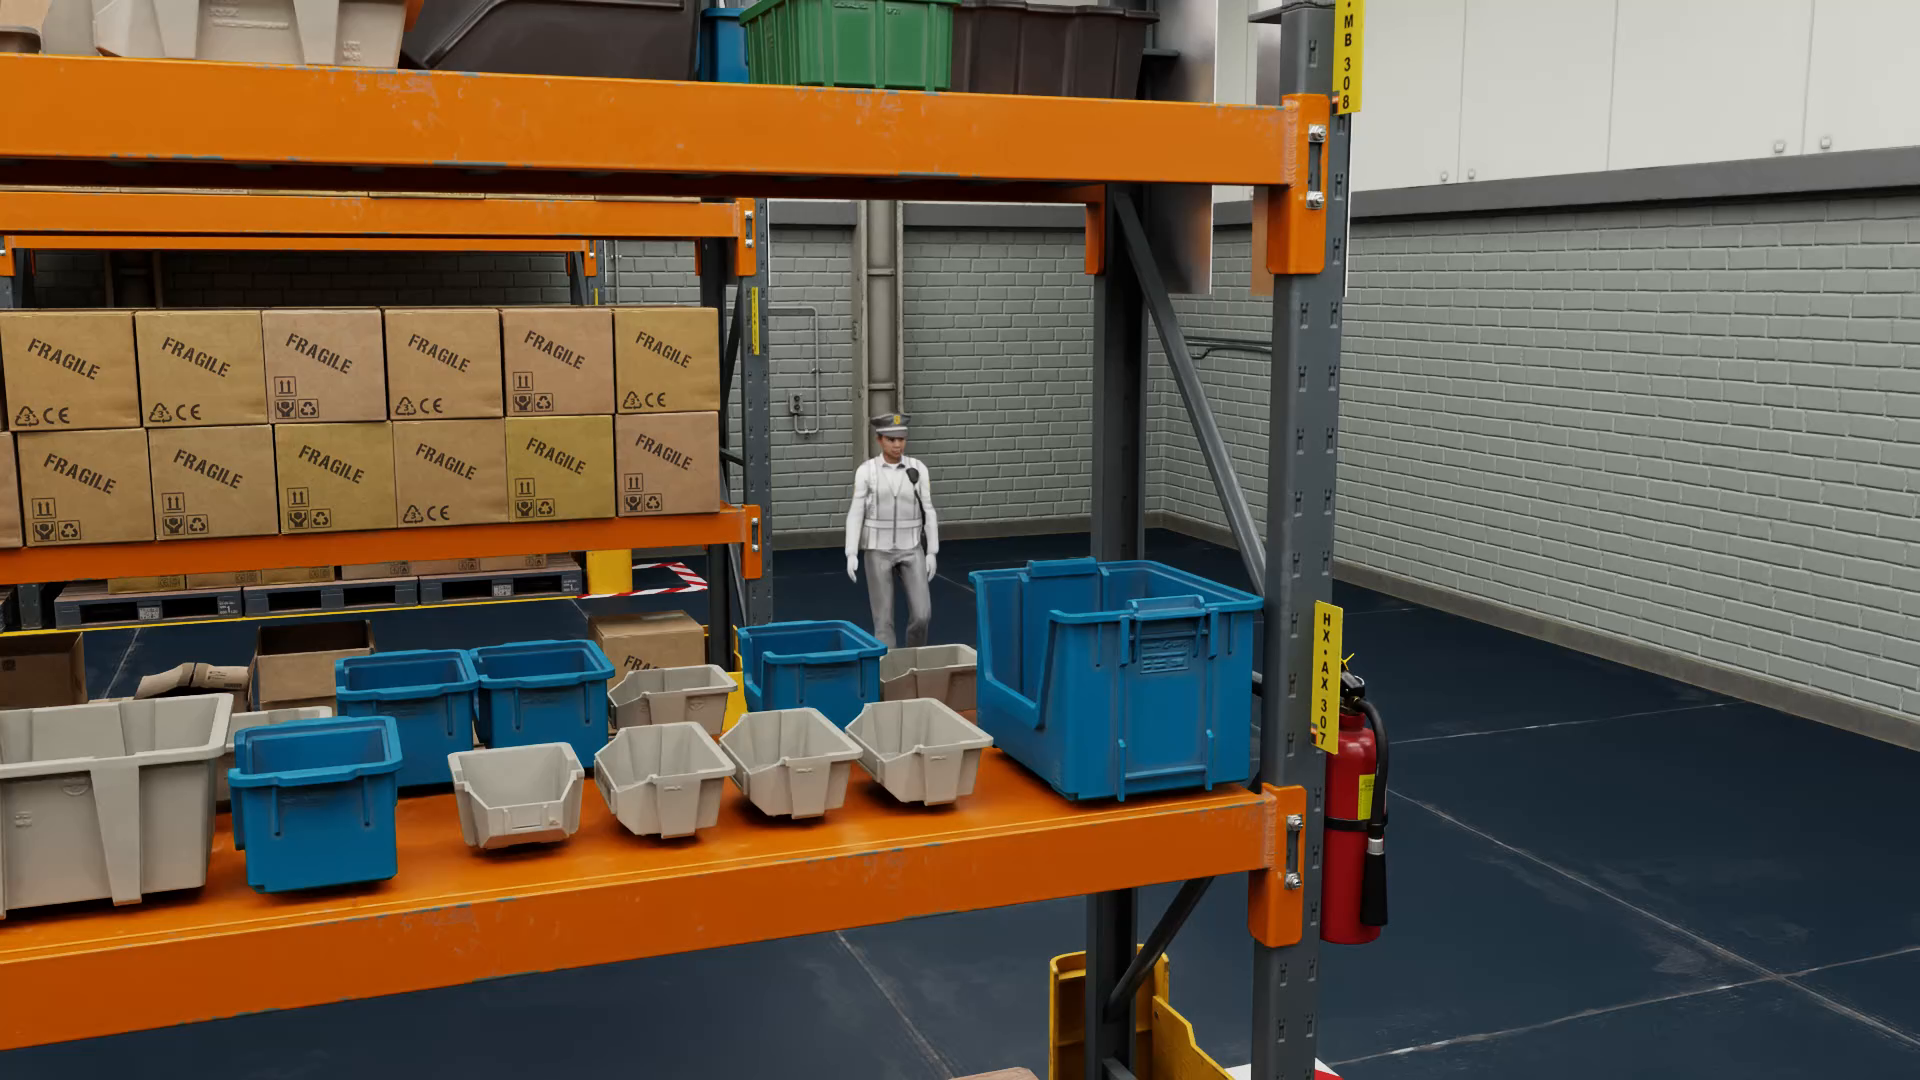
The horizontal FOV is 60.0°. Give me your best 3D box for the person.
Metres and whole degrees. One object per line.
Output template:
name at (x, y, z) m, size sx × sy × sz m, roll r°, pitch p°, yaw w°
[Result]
person at (-0.392, 0.115, 9.670) m, size 0.549 × 1.707 × 0.410 m, roll -1°, pitch 9°, yaw -7°
